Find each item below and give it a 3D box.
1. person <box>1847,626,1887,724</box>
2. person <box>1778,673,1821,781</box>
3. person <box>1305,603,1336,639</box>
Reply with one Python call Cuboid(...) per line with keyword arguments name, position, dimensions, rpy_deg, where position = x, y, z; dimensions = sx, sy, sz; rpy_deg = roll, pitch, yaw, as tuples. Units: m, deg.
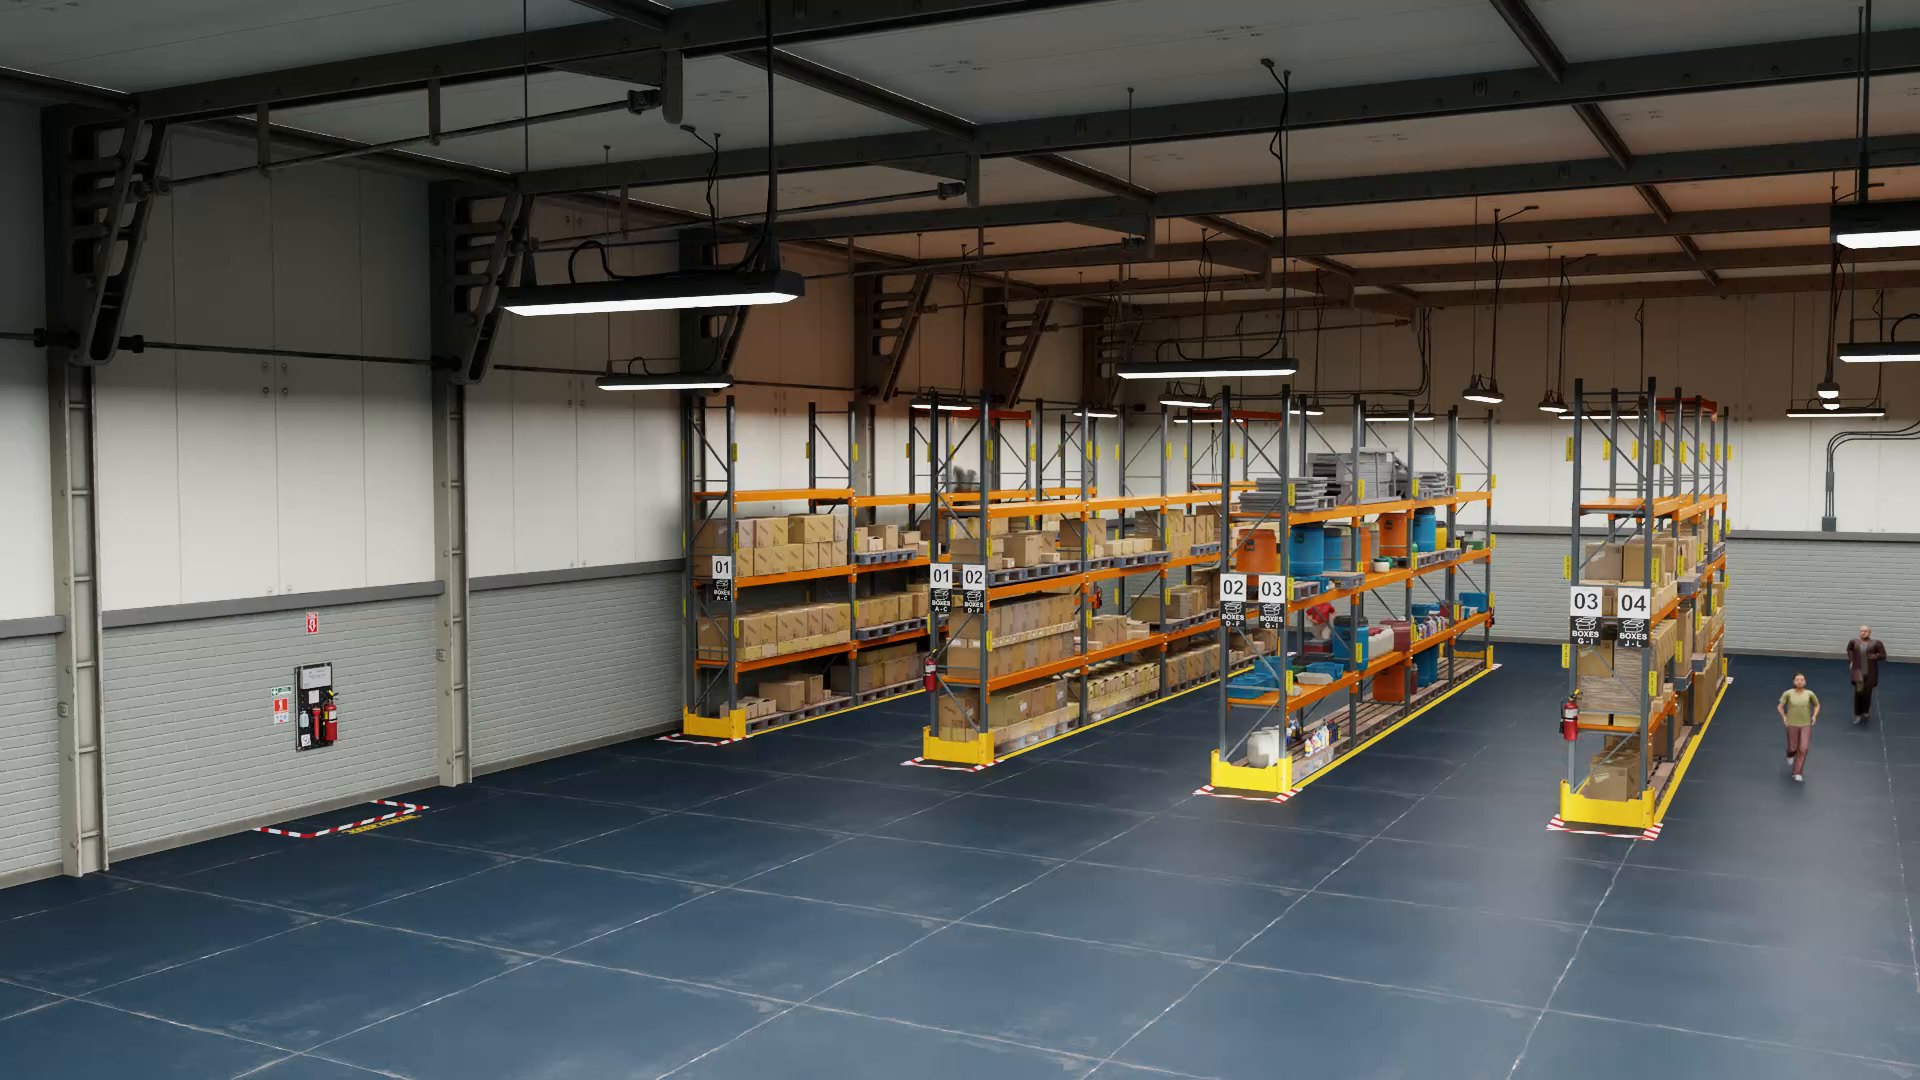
Cuboid(name="person", position=(16.802, 2.509, 30.842), dimensions=(0.665, 1.856, 0.844), rpy_deg=(2, 3, 30))
Cuboid(name="person", position=(12.911, 2.851, 25.581), dimensions=(0.595, 1.624, 0.699), rpy_deg=(1, 3, 20))
Cuboid(name="person", position=(8.415, 2.113, 38.828), dimensions=(0.706, 1.773, 0.862), rpy_deg=(1, 3, 13))
